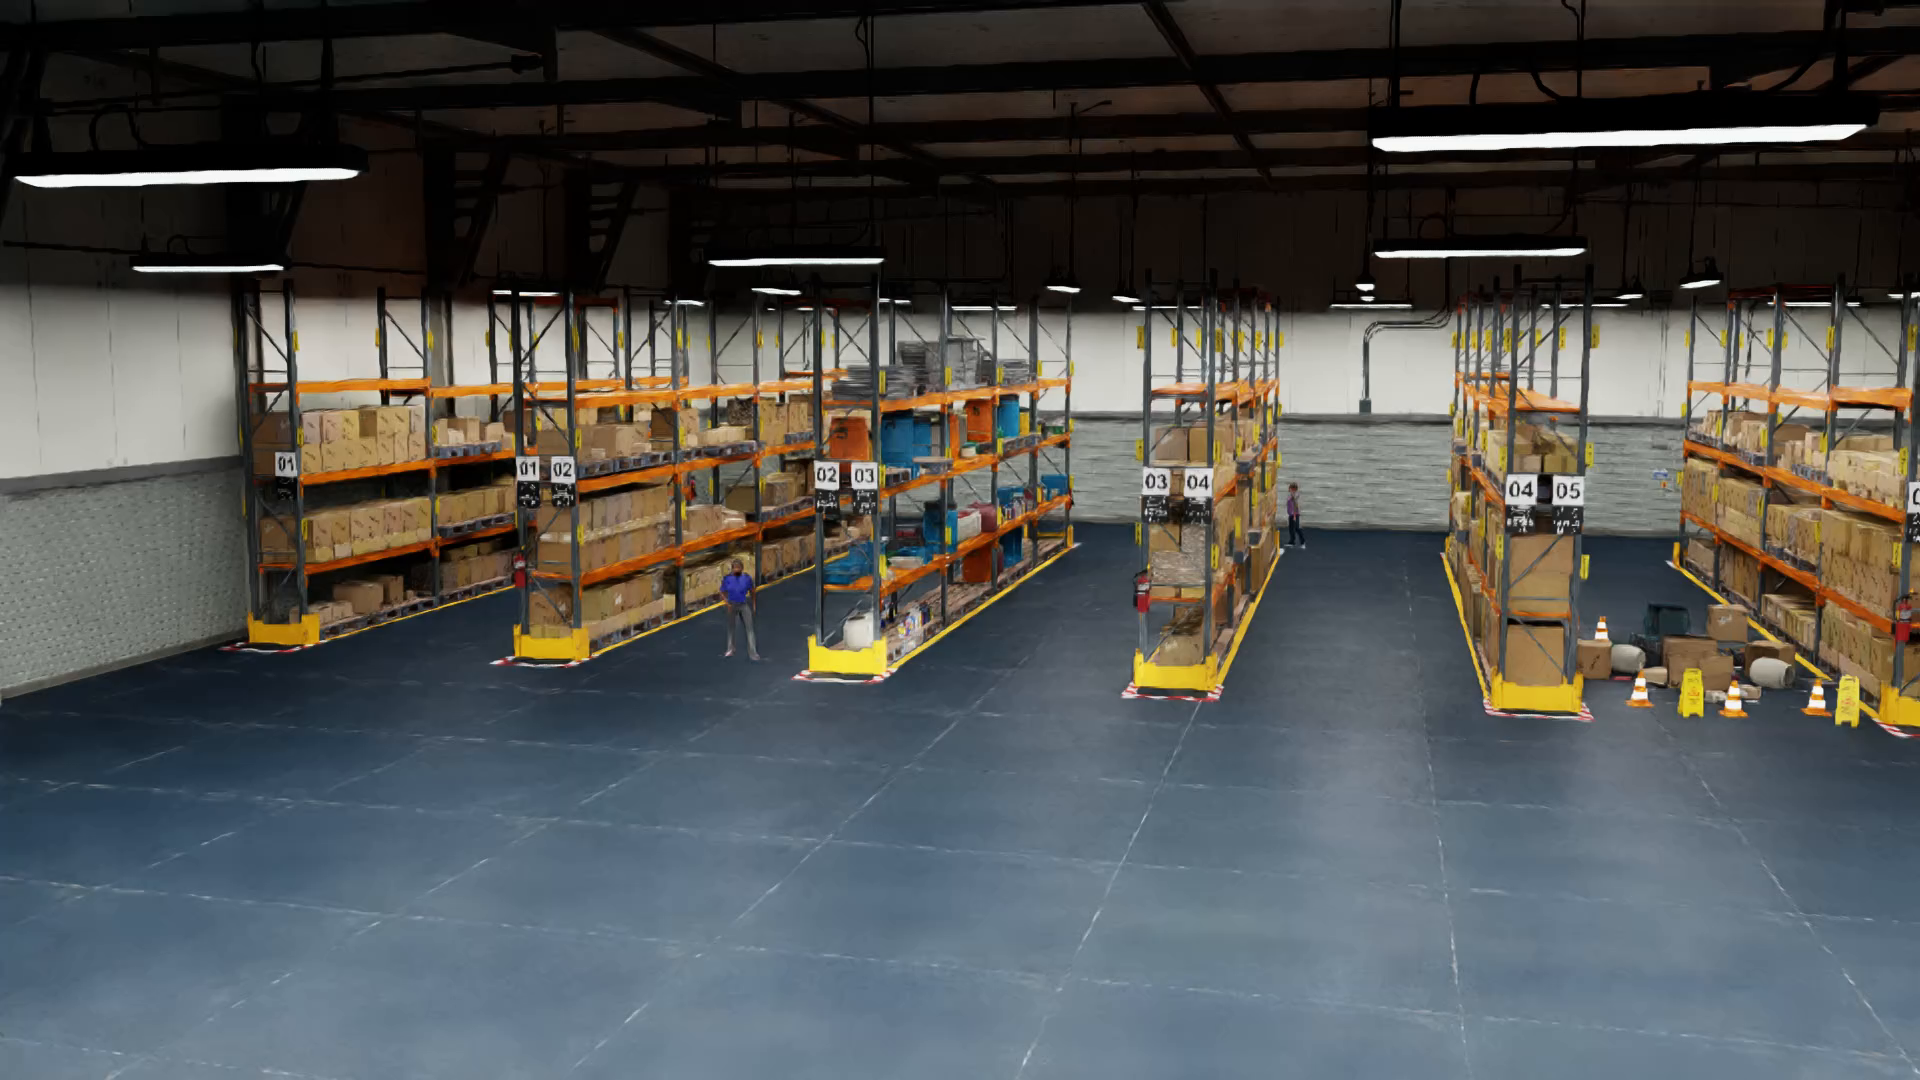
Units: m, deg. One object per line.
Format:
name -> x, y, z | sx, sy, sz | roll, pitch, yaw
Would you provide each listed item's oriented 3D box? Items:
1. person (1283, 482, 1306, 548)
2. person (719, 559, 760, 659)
person -> 8.104, -0.595, 40.152 | 0.486, 1.581, 0.562 | 0, 7, -1
person -> -3.477, 1.069, 26.227 | 0.616, 1.599, 0.772 | -1, 7, -6
